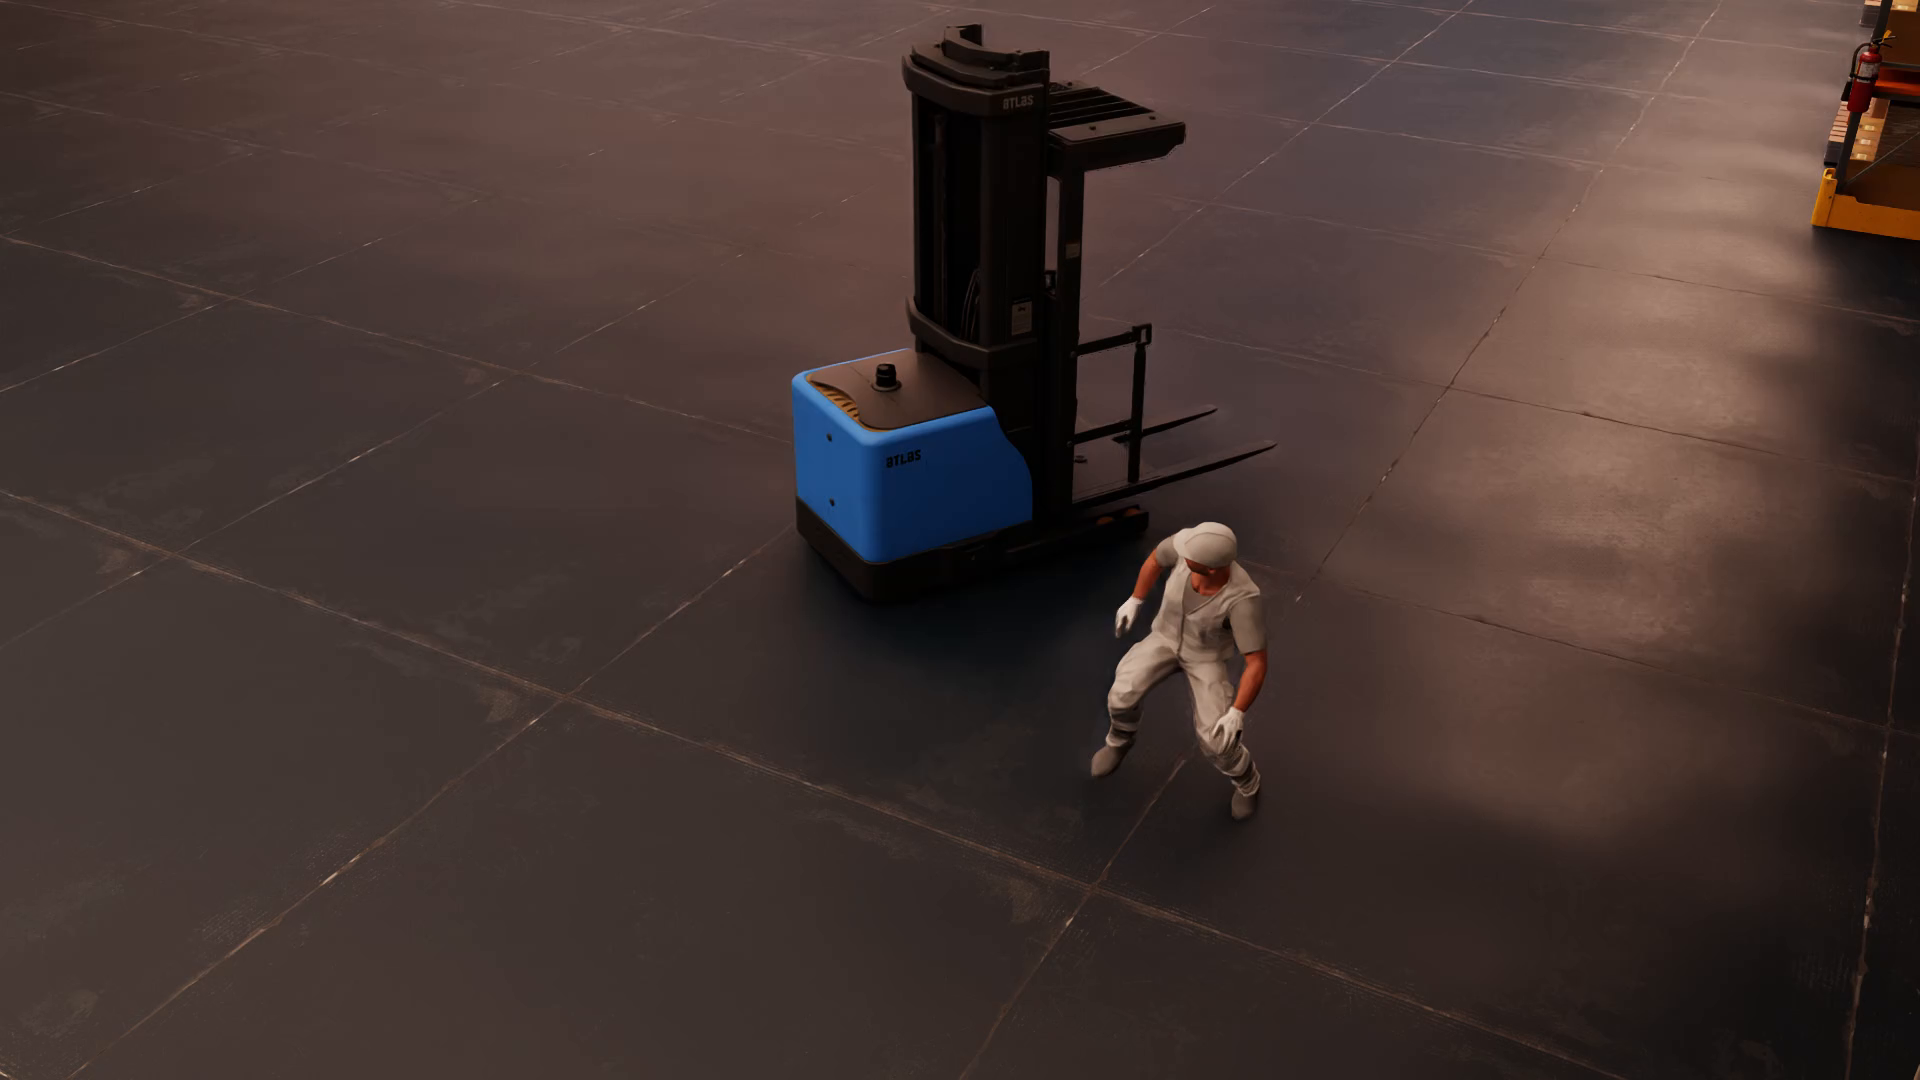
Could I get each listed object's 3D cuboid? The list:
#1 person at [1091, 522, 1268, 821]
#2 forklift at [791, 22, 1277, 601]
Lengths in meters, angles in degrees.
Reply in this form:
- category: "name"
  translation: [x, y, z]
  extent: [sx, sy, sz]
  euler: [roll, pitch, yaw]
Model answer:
- category: "person"
  translation: [1.024, 0.549, 7.582]
  extent: [0.811, 1.537, 0.680]
  euler: [16, 34, 26]
- category: "forklift"
  translation: [0.551, -1.454, 9.590]
  extent: [3.031, 2.935, 1.130]
  euler: [-16, 34, -26]
